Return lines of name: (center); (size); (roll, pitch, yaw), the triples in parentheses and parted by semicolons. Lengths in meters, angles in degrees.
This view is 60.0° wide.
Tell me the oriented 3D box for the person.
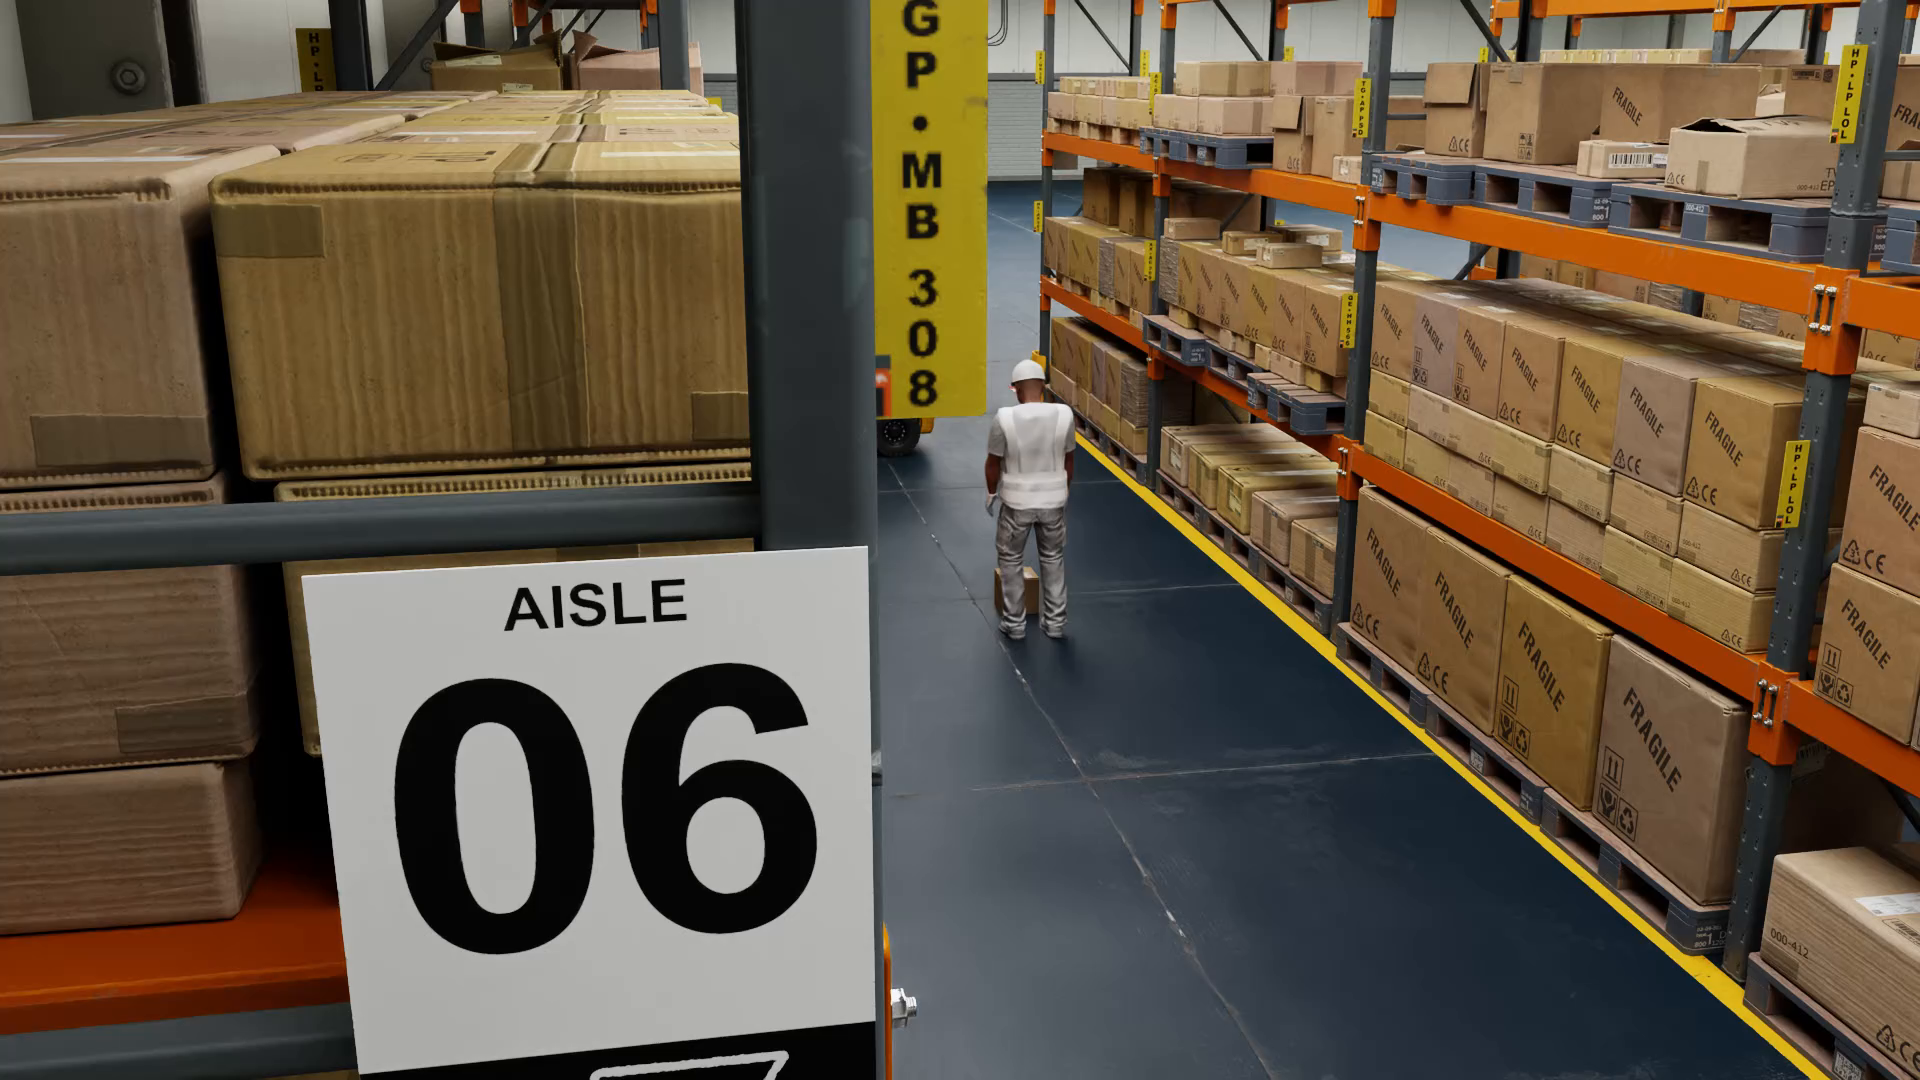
person: (0.434, -0.246, 10.403); (0.560, 1.755, 0.414); (-3, 16, -9)
